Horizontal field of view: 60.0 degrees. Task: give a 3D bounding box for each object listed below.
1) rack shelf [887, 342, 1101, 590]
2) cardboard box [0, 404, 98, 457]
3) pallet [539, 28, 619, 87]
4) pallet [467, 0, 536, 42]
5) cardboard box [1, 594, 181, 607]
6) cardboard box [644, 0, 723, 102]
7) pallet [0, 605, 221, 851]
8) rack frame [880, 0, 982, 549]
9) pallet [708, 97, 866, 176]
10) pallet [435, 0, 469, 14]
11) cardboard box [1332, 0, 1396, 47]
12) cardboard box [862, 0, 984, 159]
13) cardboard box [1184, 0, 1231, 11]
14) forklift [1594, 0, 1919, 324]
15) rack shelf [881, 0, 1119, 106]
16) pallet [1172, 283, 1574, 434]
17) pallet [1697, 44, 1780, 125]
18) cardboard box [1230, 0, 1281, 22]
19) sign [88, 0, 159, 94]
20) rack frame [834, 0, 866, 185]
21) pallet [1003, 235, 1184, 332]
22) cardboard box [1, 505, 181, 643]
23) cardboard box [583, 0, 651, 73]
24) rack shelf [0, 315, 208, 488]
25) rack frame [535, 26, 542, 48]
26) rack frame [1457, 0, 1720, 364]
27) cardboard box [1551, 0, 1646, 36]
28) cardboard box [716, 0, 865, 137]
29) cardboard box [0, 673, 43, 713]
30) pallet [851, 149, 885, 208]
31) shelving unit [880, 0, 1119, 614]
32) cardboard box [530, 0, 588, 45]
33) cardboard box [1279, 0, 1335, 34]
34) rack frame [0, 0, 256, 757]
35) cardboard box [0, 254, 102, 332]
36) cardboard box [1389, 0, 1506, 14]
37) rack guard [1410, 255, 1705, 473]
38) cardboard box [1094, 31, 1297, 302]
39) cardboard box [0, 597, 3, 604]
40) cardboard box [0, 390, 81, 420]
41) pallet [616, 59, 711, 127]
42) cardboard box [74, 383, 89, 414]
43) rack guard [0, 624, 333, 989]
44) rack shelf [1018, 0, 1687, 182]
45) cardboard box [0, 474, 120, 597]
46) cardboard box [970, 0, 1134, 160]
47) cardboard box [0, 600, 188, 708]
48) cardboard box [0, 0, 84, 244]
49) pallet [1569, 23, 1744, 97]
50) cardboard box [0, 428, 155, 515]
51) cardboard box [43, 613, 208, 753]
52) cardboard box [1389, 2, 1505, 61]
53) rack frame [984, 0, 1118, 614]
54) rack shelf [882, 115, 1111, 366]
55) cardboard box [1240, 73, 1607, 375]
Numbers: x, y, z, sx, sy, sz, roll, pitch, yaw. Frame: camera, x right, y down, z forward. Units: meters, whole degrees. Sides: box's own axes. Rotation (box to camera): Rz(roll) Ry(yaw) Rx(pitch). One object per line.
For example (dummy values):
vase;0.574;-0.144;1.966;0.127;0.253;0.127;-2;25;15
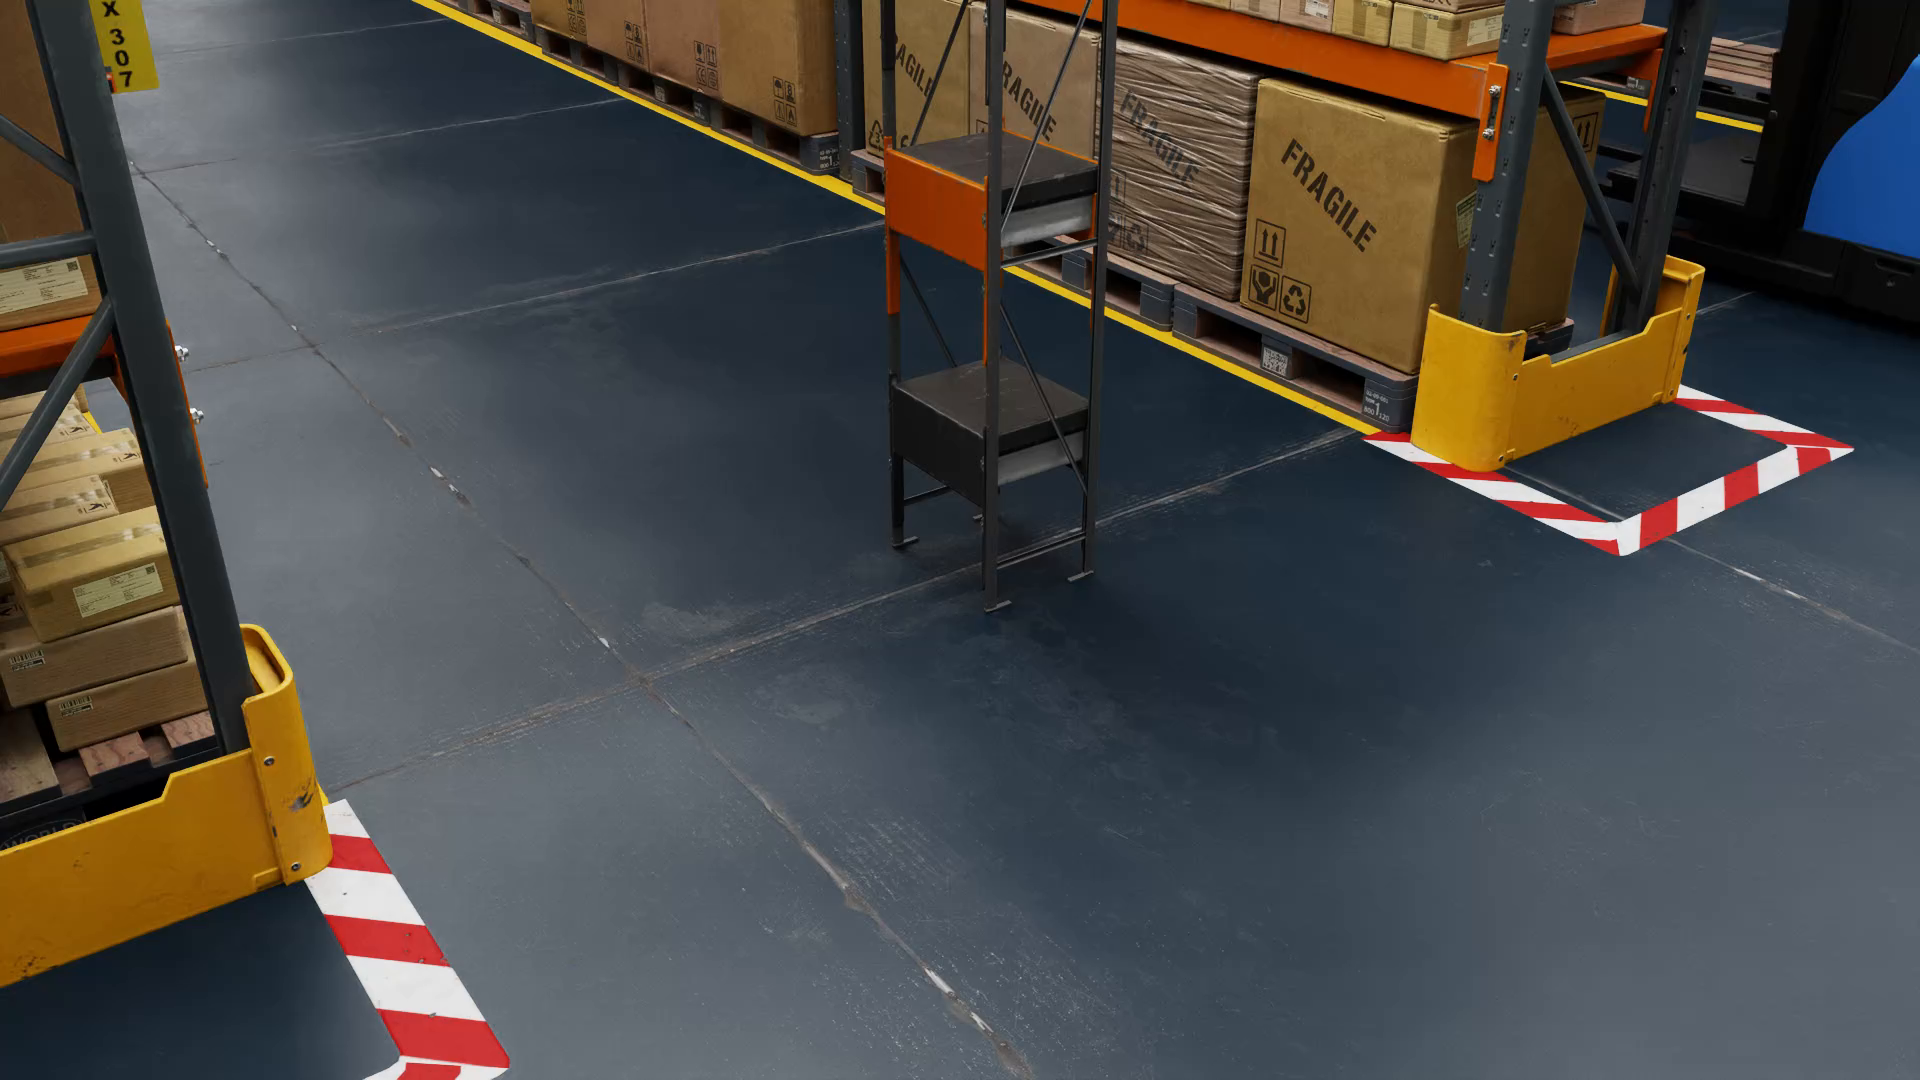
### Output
rack shelf;0.096;-0.231;4.971;0.431;0.518;0.480;-19;34;-31
cardboard box;-2.507;-0.211;4.419;0.380;0.149;0.250;-21;35;-33
pallet;-2.115;-3.330;11.160;1.003;0.211;1.213;-19;34;-31
pallet;-2.963;-3.962;12.323;1.003;0.211;1.213;-19;34;-31
cardboard box;-2.177;0.102;4.155;0.380;0.149;0.250;-19;34;-31
cardboard box;-1.097;-3.169;9.728;1.225;0.875;0.875;-20;34;-32
pallet;-2.456;0.431;4.235;1.003;0.211;1.213;-19;34;-31
rack frame;-0.046;-0.953;4.805;0.400;2.100;0.015;-19;34;-31
pallet;-0.699;-2.381;9.414;1.003;0.211;1.213;-19;34;-31
pallet;-3.666;-4.436;13.196;1.003;0.211;1.213;-19;34;-31
cardboard box;1.503;-1.810;5.703;0.380;0.149;0.250;-18;33;-30
cardboard box;0.127;-2.300;8.128;0.875;0.875;0.875;-19;34;-31
cardboard box;1.061;-2.106;6.249;0.380;0.149;0.250;-20;34;-32
forklift;3.678;-2.645;7.049;1.130;2.935;3.031;-20;34;-33
rack shelf;0.096;-1.461;4.303;0.431;0.518;0.480;-19;34;-31
pallet;1.602;-0.836;6.569;1.003;0.211;1.213;-19;34;-31
pallet;5.014;-2.724;10.044;1.003;0.211;1.213;-19;34;-31
cardboard box;1.213;-2.006;6.064;0.380;0.149;0.250;-18;33;-30
sign;-1.527;-0.970;2.985;0.100;0.325;0.005;-19;34;-31
rack frame;-0.190;-3.328;8.234;1.000;3.000;0.127;-19;34;-31
pallet;0.899;-1.310;7.442;1.003;0.211;1.213;-19;34;-31
cardboard box;-1.996;0.070;3.902;0.380;0.149;0.250;-21;35;-33
cardboard box;-1.617;-3.511;10.358;1.225;0.875;0.875;-19;34;-30
rack shelf;-3.129;-0.900;4.519;1.077;0.370;4.000;-19;34;-31
rack frame;-2.511;-4.883;11.098;1.000;3.000;0.127;-19;34;-31
rack frame;2.130;-1.773;5.371;1.000;3.000;0.127;-19;34;-31
cardboard box;2.193;-1.892;5.853;0.380;0.149;0.250;-18;33;-30
cardboard box;-0.578;-2.822;9.089;1.225;0.875;0.875;-19;34;-30
cardboard box;-2.231;0.258;4.179;0.380;0.149;0.250;-19;34;-31
pallet;0.187;-1.785;8.316;1.003;0.211;1.213;-19;34;-31
shelving unit;0.096;-0.858;4.630;0.431;2.100;0.503;-19;34;-31
cardboard box;-2.127;-3.860;11.000;1.225;0.875;0.875;-21;35;-33
cardboard box;1.357;-1.909;5.885;0.380;0.149;0.250;-19;34;-31
rack frame;-1.969;-0.439;2.915;1.000;3.000;0.127;-19;34;-31
cardboard box;-1.890;-0.545;3.374;0.380;0.149;0.250;-19;34;-31
cardboard box;1.632;-1.952;5.548;0.500;0.250;0.500;-19;34;-31
rack guard;2.144;-0.665;5.951;1.175;0.500;0.348;-19;34;-31
cardboard box;1.165;-1.604;6.847;0.875;0.875;0.875;-19;34;-31
cardboard box;-2.391;0.031;4.285;0.380;0.149;0.250;-18;33;-30
cardboard box;-2.660;-0.321;4.622;0.380;0.149;0.250;-17;33;-29
pallet;-1.411;-2.856;10.288;1.003;0.211;1.213;-19;34;-31
cardboard box;-2.776;-0.436;4.834;0.380;0.149;0.250;-18;33;-30
rack guard;-2.013;0.630;3.566;1.175;0.500;0.348;-19;34;-31
rack shelf;0.970;-2.234;6.974;1.077;0.370;4.000;-19;34;-31
cardboard box;-2.254;-0.004;4.038;0.380;0.149;0.250;-18;33;-30
cardboard box;0.649;-1.950;7.484;0.875;0.875;0.875;-19;34;-31
cardboard box;-2.064;0.224;3.930;0.380;0.149;0.250;-17;33;-29
cardboard box;-2.005;-0.865;3.283;0.500;0.500;0.500;-17;33;-28
pallet;4.302;-3.198;10.918;1.003;0.211;1.213;-19;34;-31
cardboard box;-2.296;-0.137;4.283;0.380;0.149;0.250;-19;34;-31
cardboard box;-2.012;0.337;4.034;0.380;0.149;0.250;-18;33;-30
cardboard box;1.655;-1.710;5.518;0.380;0.149;0.250;-18;33;-30
rack frame;0.238;-0.763;4.456;0.400;2.100;0.015;-19;34;-31
rack shelf;0.096;-0.846;4.637;0.431;0.518;0.480;-19;34;-31
cardboard box;1.693;-1.250;6.195;0.875;0.875;0.875;-19;34;-31
